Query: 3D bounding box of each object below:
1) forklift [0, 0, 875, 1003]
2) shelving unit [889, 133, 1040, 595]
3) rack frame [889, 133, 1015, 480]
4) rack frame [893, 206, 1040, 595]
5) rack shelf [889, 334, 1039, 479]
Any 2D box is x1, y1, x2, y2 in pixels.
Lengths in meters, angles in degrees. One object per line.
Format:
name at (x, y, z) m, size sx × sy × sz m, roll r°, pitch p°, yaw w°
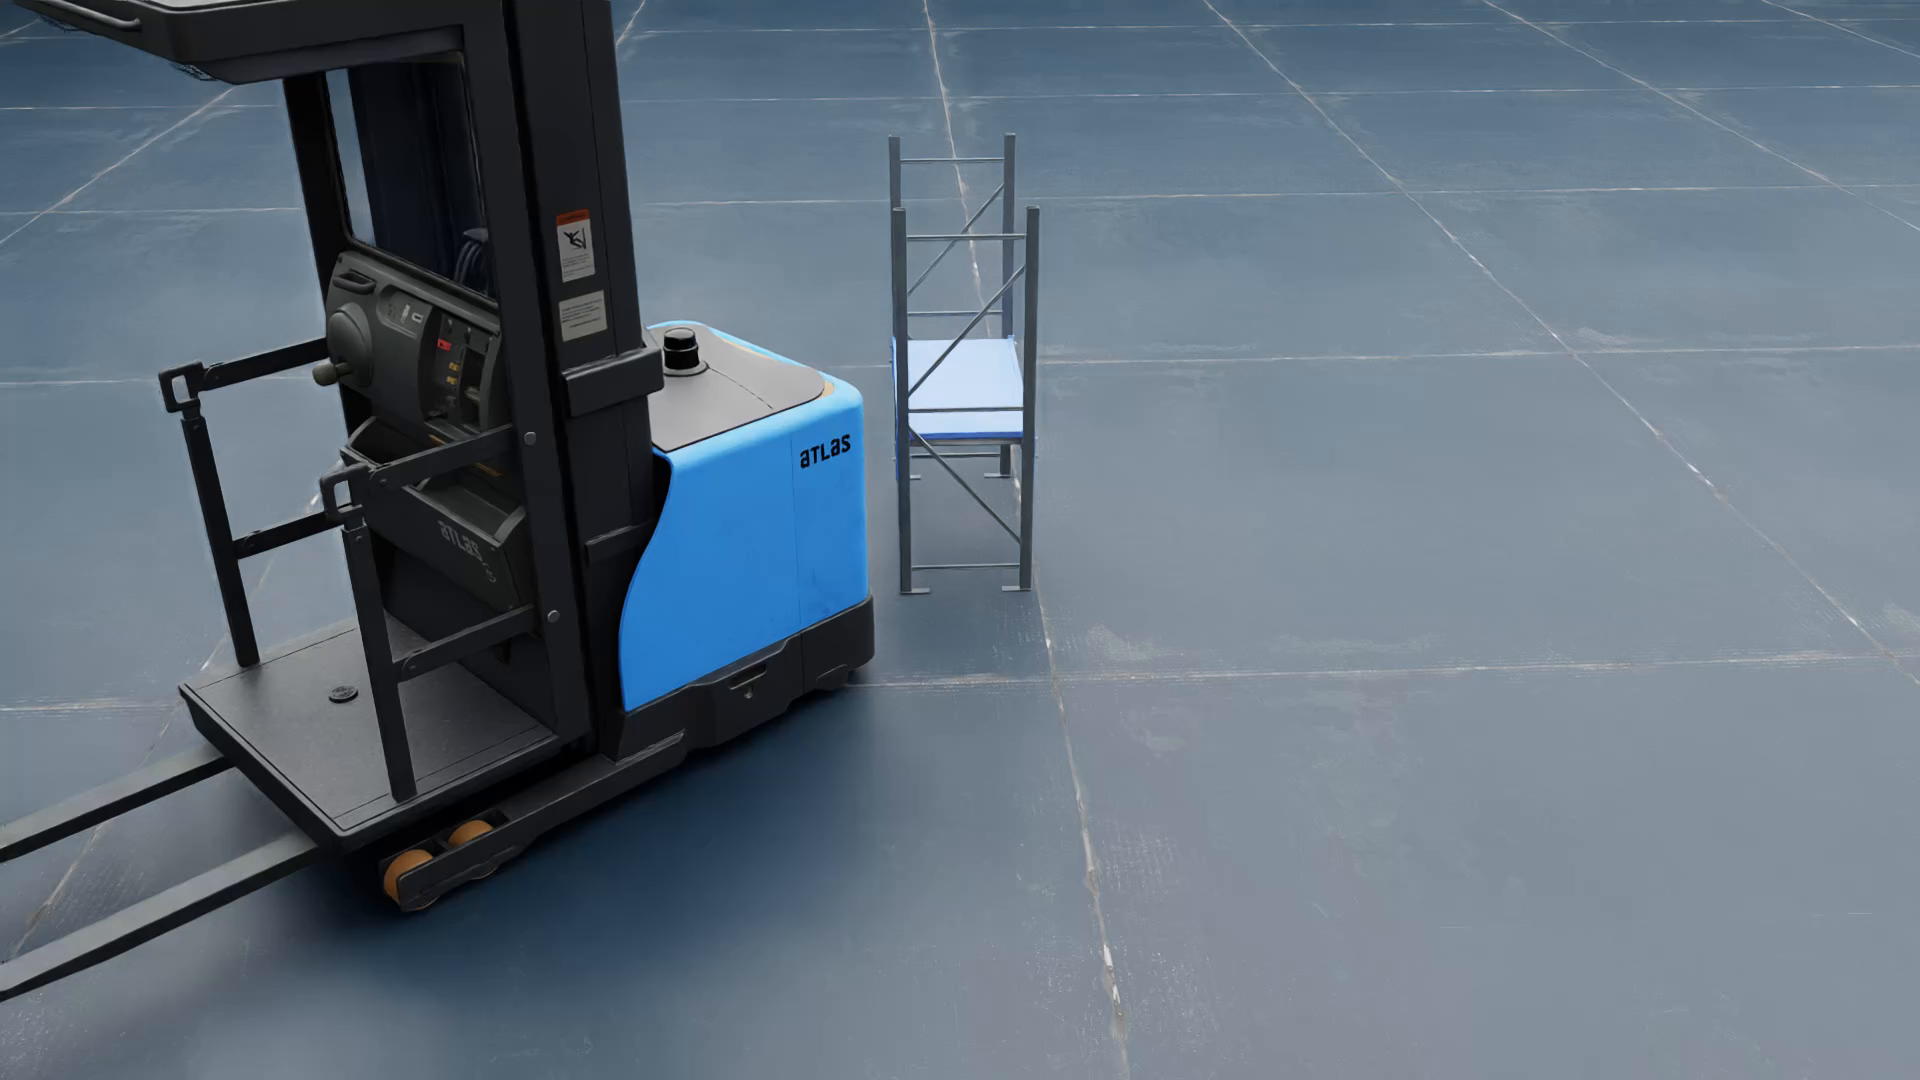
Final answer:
forklift at (-1.699, -0.518, 4.573) m, size 3.031 × 2.935 × 1.130 m, roll -25°, pitch 36°, yaw -39°
shelving unit at (-0.004, -0.704, 6.479) m, size 0.538 × 1.500 × 1.048 m, roll -1°, pitch 28°, yaw -3°
rack frame at (-0.031, -0.939, 6.929) m, size 0.500 × 1.500 × 0.032 m, roll -1°, pitch 28°, yaw -3°
rack frame at (0.022, -0.470, 6.029) m, size 0.500 × 1.500 × 0.032 m, roll -1°, pitch 28°, yaw -3°
rack shelf at (-0.004, -0.545, 6.562) m, size 0.538 × 0.185 × 1.000 m, roll -1°, pitch 28°, yaw -3°
